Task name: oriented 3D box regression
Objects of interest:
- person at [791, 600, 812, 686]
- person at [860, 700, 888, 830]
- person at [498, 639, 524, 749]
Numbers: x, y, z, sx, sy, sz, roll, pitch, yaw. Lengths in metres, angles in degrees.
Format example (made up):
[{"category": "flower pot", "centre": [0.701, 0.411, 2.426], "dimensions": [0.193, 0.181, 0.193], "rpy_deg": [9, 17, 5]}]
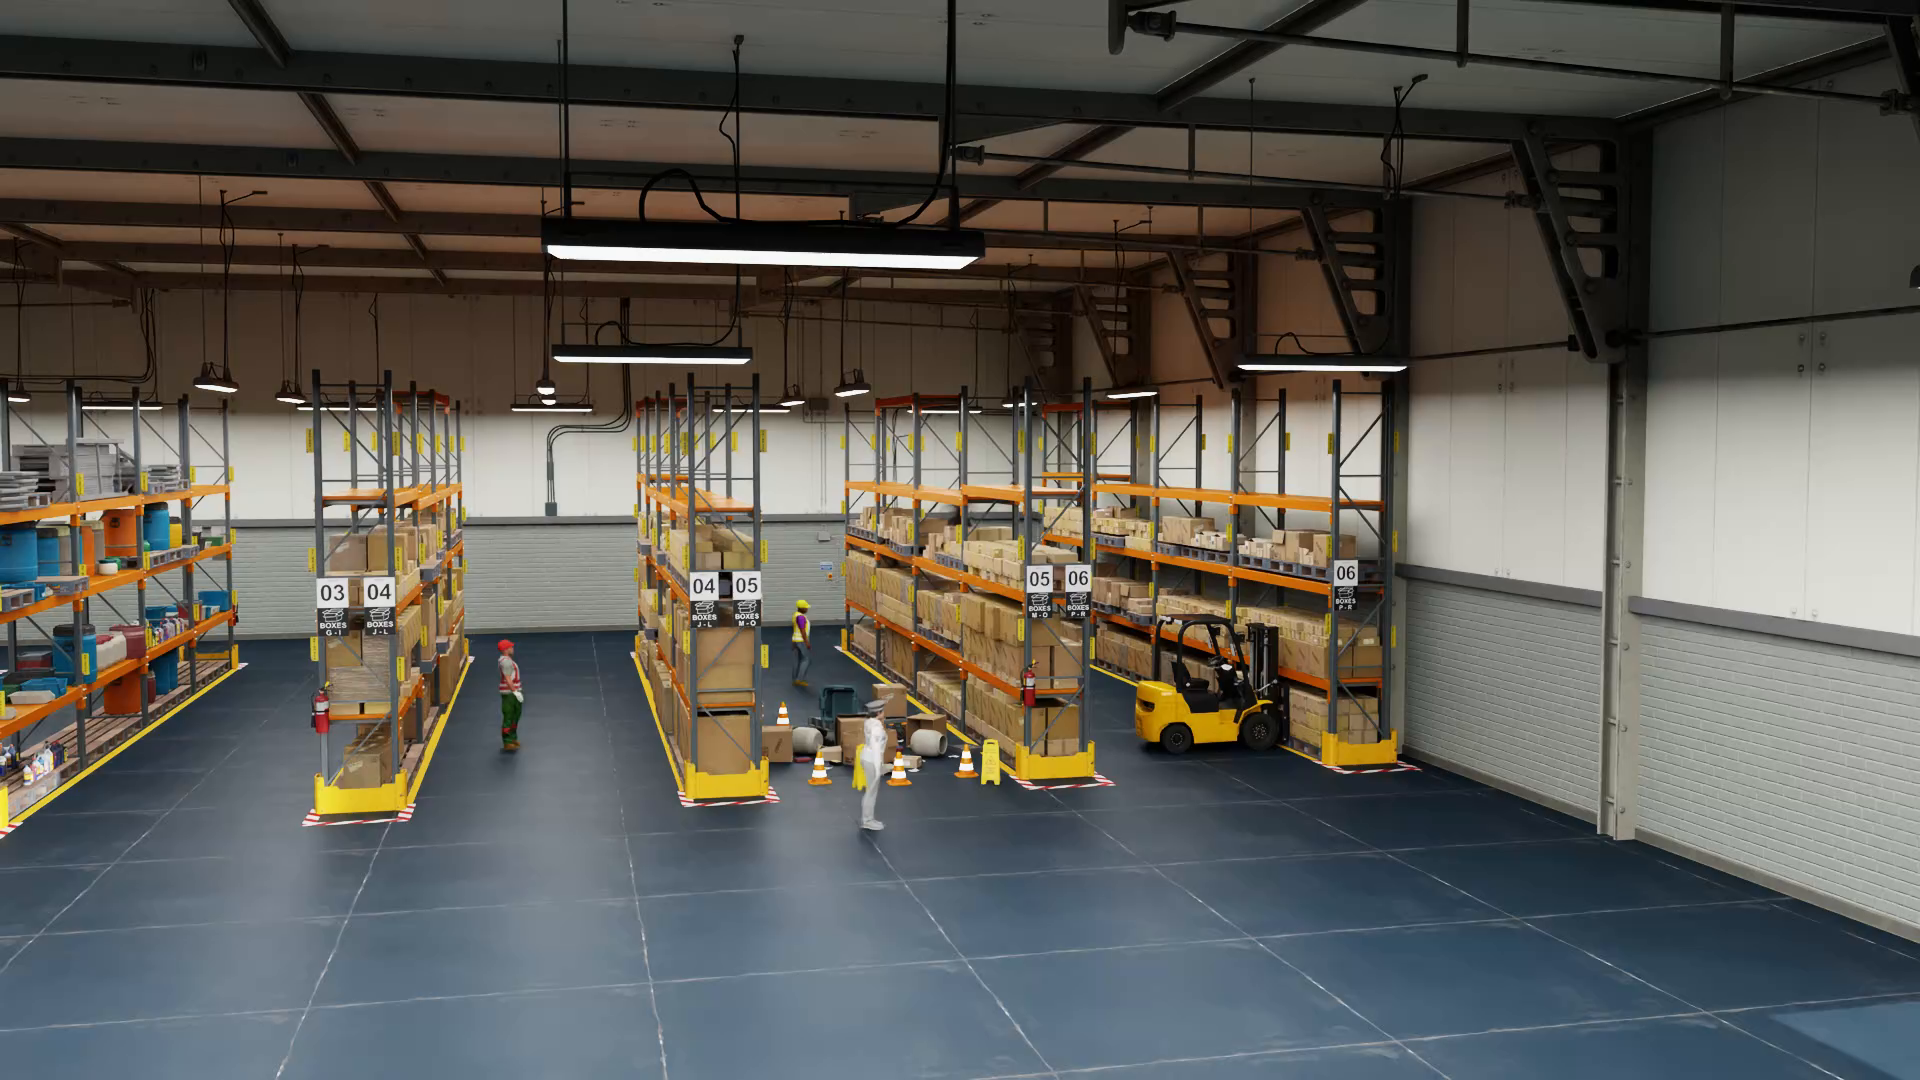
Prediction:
[{"category": "person", "centre": [-3.265, 2.124, 34.332], "dimensions": [0.353, 1.774, 0.634], "rpy_deg": [-1, 4, -22]}, {"category": "person", "centre": [-1.121, 2.914, 21.606], "dimensions": [0.346, 1.684, 0.514], "rpy_deg": [-1, 3, -15]}, {"category": "person", "centre": [-7.342, 2.541, 27.330], "dimensions": [0.566, 1.833, 0.629], "rpy_deg": [1, 3, 13]}]
